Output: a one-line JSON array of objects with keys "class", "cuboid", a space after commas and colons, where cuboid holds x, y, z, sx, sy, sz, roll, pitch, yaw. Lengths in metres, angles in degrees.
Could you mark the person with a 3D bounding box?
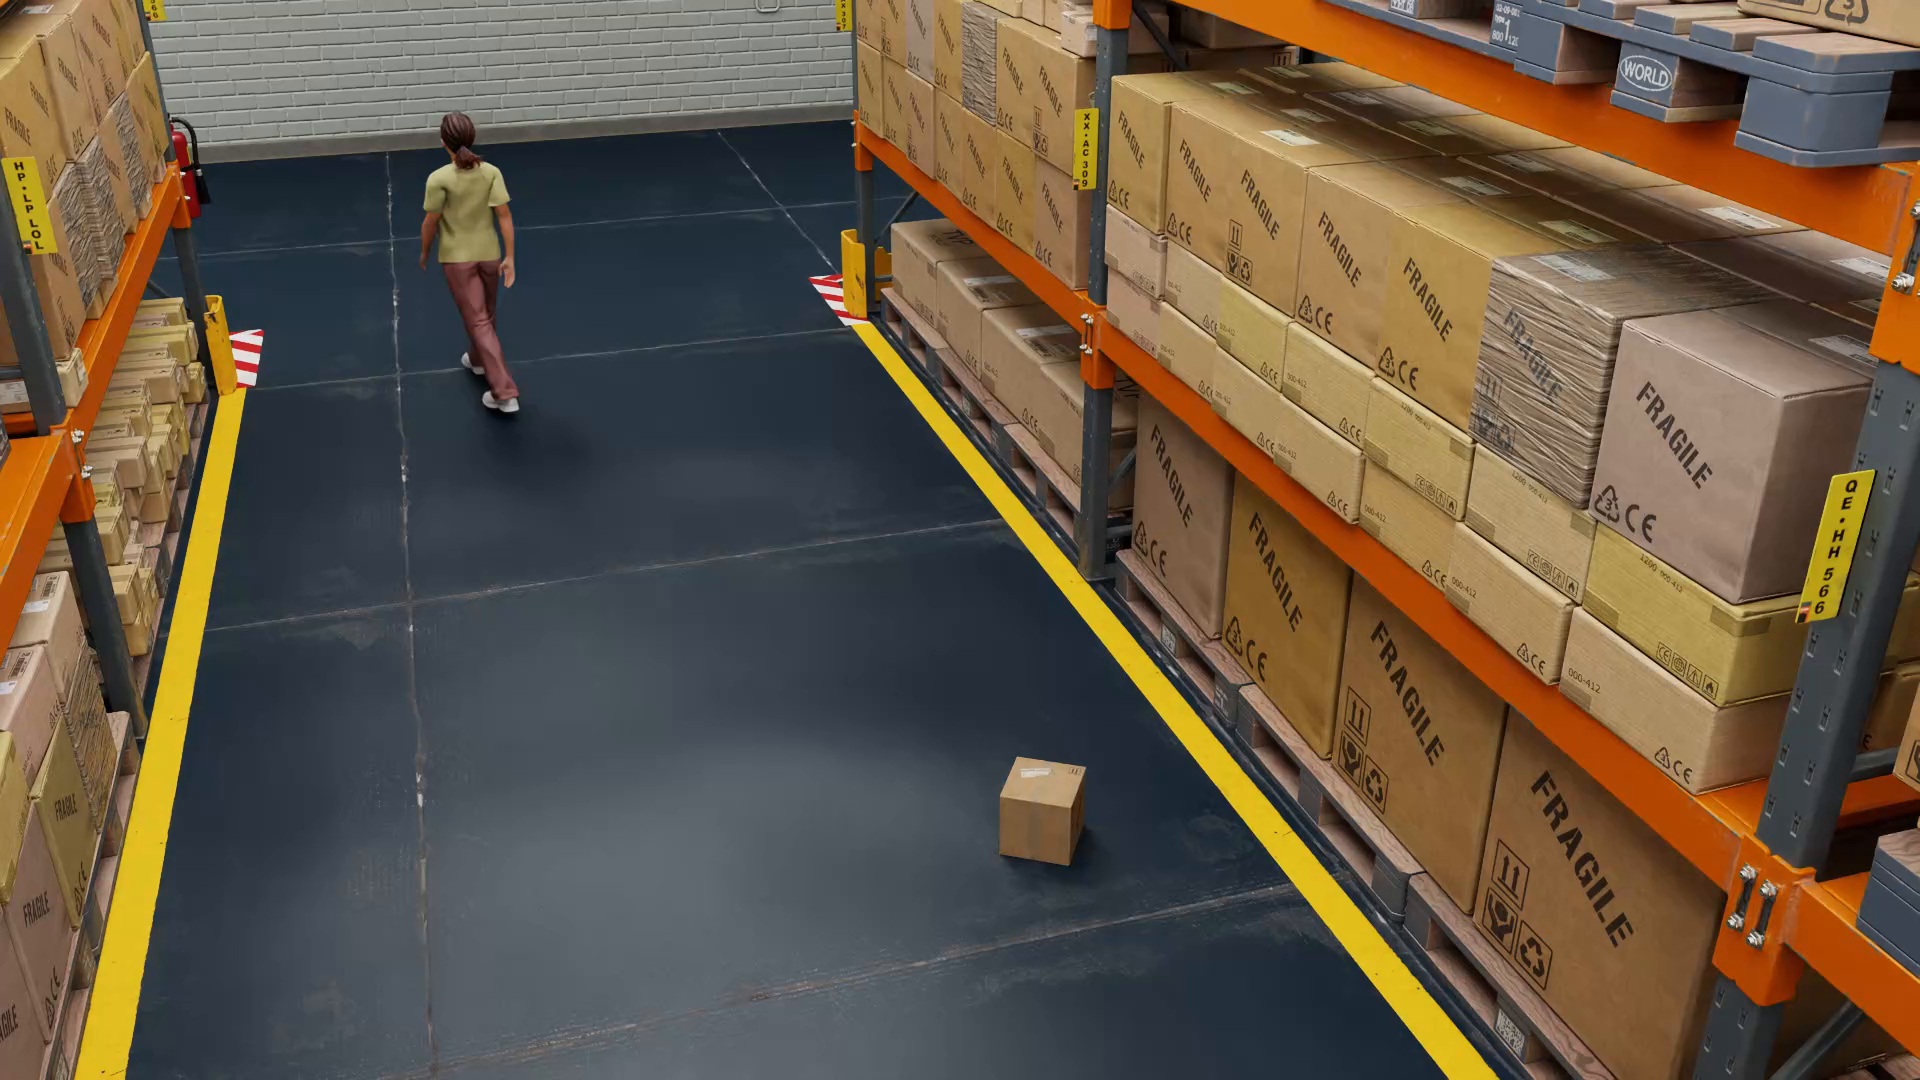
[{"class": "person", "cuboid": [-2.784, -1.593, 9.297, 0.461, 1.619, 0.966, -20, 33, -35]}]
